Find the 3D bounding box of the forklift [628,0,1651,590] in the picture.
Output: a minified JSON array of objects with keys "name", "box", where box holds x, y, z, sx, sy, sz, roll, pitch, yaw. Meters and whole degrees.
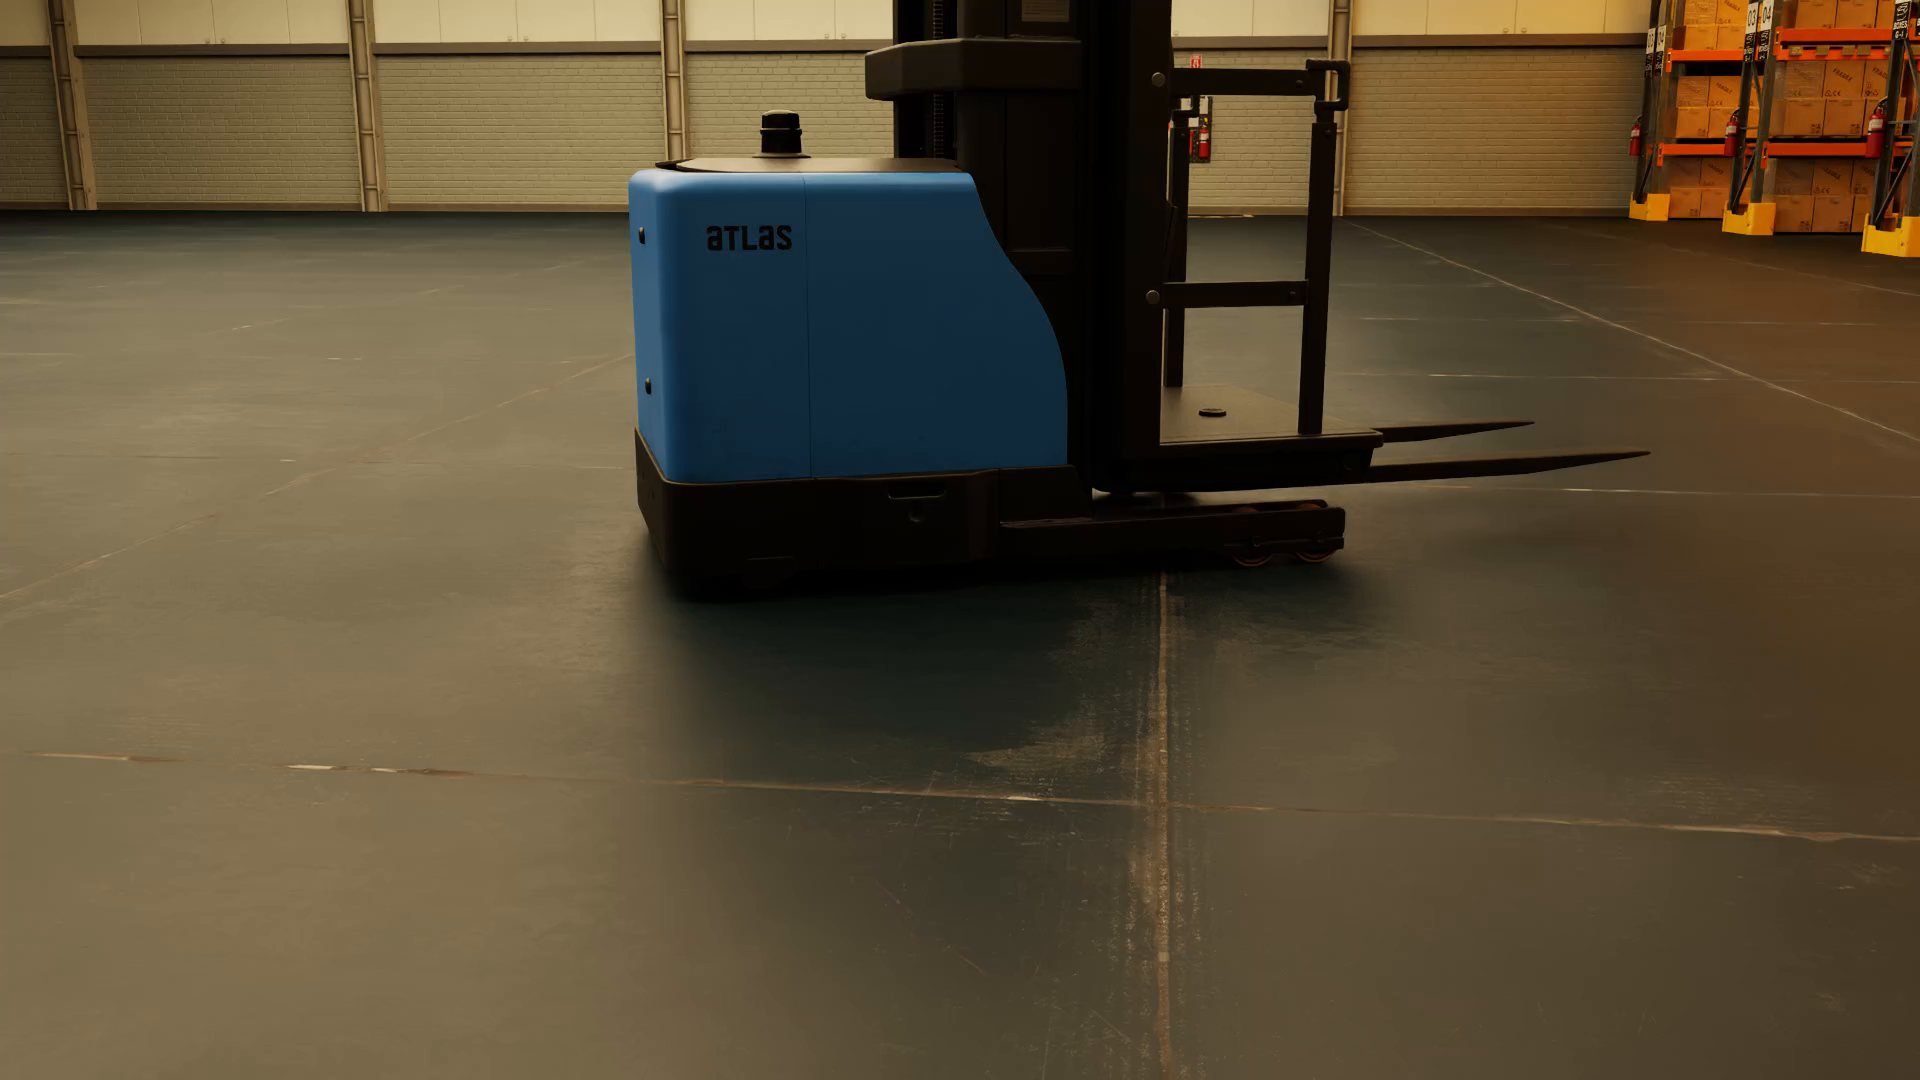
[{"name":"forklift","box":[0.587,-1.464,4.770,3.031,2.935,1.130,-4,14,-15]}]
